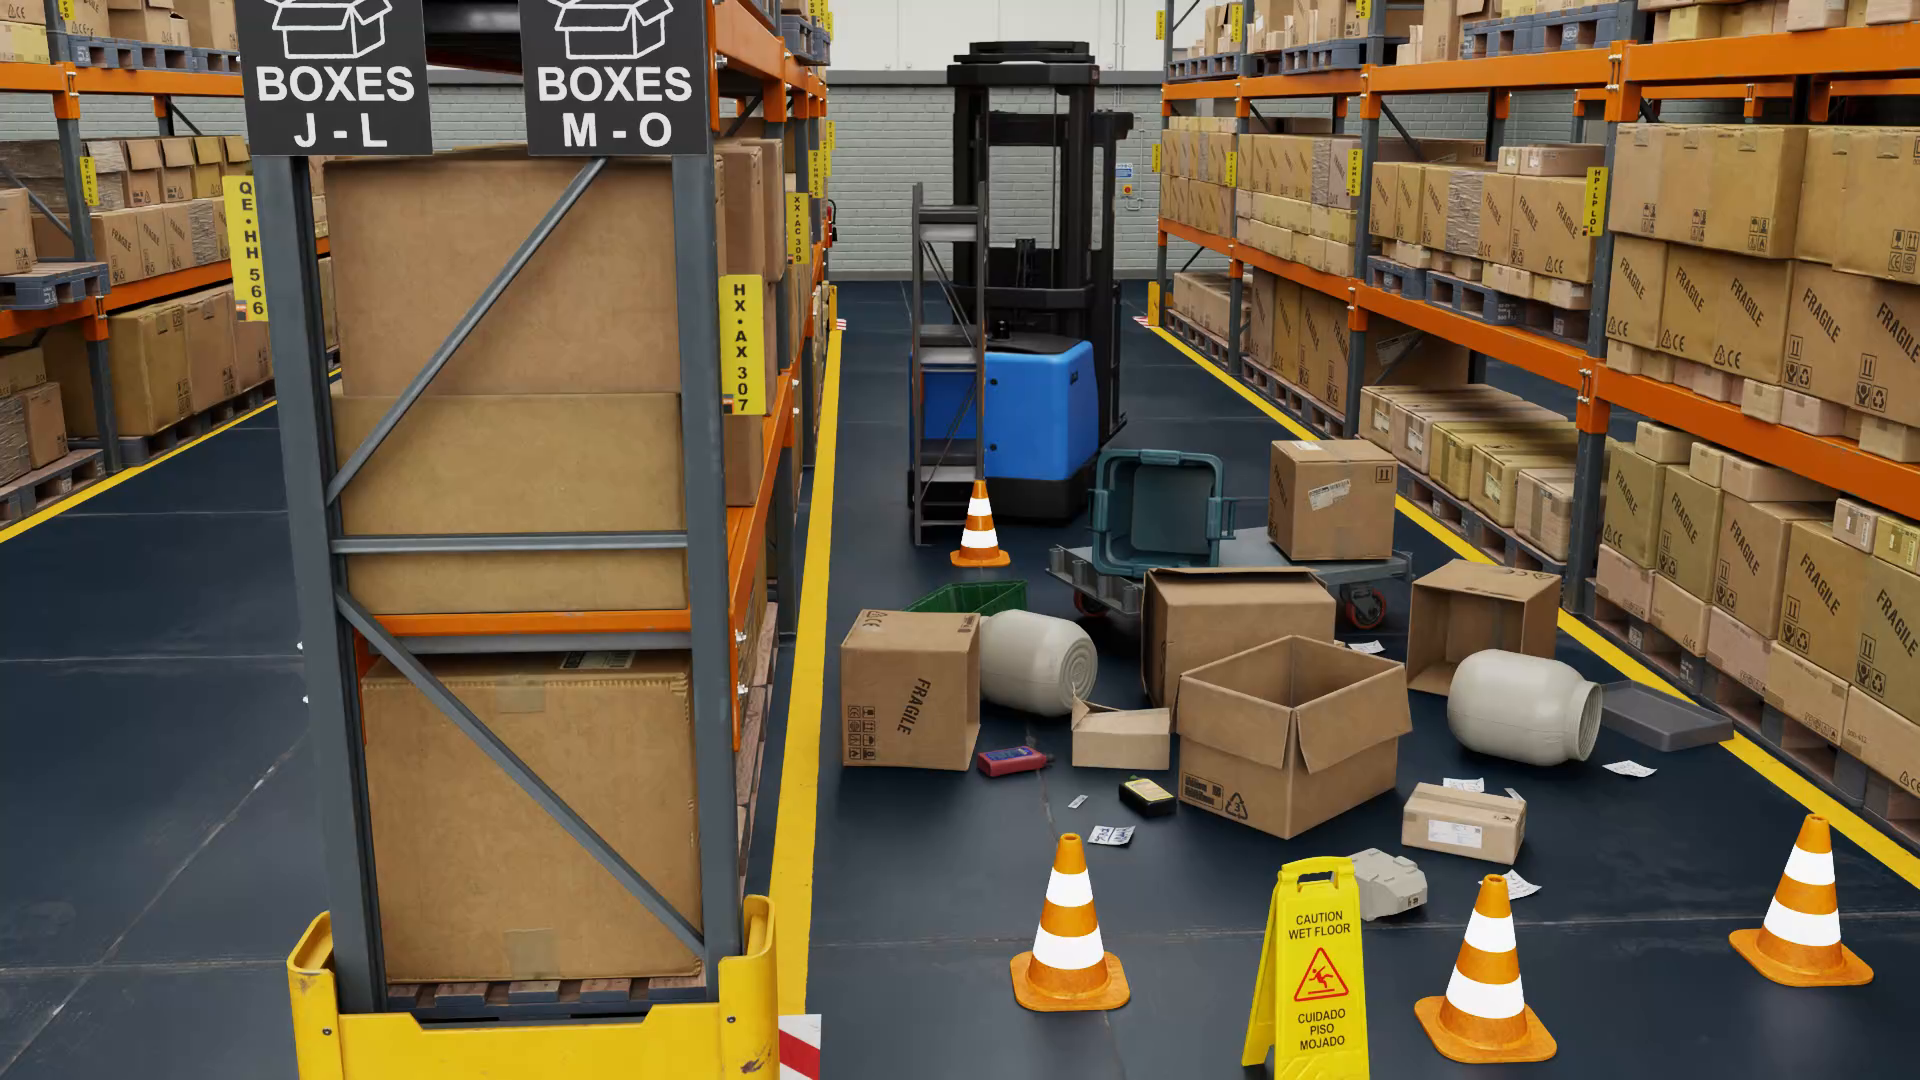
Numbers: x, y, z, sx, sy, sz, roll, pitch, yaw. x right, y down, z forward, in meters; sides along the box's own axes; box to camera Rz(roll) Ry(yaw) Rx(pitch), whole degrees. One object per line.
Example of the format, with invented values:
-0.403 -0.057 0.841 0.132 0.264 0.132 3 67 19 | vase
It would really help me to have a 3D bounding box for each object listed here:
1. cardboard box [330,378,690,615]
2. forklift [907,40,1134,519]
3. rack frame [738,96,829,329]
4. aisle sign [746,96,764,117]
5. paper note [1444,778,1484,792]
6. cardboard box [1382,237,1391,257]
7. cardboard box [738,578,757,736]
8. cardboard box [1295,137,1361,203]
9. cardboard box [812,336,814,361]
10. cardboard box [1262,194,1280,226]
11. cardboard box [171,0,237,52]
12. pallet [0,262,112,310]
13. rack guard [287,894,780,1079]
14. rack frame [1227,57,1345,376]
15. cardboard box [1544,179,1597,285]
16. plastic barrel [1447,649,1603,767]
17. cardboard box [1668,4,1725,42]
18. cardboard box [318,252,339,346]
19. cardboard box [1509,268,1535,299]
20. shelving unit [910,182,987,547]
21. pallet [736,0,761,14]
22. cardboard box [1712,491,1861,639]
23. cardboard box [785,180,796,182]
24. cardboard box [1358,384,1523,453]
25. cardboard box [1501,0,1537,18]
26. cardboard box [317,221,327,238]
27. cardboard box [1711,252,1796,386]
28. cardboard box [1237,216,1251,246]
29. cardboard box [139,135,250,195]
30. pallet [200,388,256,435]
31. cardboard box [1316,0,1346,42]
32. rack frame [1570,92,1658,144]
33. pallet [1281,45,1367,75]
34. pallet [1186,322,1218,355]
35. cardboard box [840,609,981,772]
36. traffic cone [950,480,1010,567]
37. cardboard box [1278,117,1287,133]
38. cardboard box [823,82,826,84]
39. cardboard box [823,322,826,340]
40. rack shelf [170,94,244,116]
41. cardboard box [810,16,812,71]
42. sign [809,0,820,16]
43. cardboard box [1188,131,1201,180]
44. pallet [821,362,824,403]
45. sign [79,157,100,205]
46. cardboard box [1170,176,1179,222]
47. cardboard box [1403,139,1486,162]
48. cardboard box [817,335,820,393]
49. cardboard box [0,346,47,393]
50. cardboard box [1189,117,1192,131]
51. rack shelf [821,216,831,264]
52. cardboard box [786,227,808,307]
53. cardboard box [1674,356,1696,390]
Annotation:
-1.129 -0.153 4.299 0.875 0.550 0.550 -1 14 -3 | cardboard box
0.556 -1.871 11.417 1.130 2.935 3.031 4 15 15 | forklift
-2.053 -3.968 19.428 1.000 3.000 0.127 -1 14 -3 | rack frame
-2.356 -5.240 19.156 0.394 0.787 0.004 -1 14 -3 | aisle sign
1.925 0.935 6.353 0.148 0.019 0.142 4 15 16 | paper note
3.212 -2.078 11.743 0.380 0.149 0.250 -2 15 -7 | cardboard box
-1.280 0.224 6.558 0.875 0.875 0.875 -1 14 -3 | cardboard box
3.020 -2.988 13.413 0.500 0.500 0.500 -1 14 -3 | cardboard box
-1.358 -1.509 12.542 0.500 0.250 0.500 -2 15 -6 | cardboard box
2.940 -2.875 14.479 0.500 0.250 0.500 -1 14 -3 | cardboard box
-6.715 -4.482 14.363 0.700 0.500 0.500 -1 14 -2 | cardboard box
-6.363 -1.658 10.836 1.213 0.211 1.003 -1 14 -3 | pallet
-1.060 1.228 4.250 1.175 0.500 0.348 -1 14 -3 | rack guard
3.130 -3.075 15.956 1.000 3.000 0.127 -1 14 -3 | rack frame
3.368 -1.592 8.554 0.500 0.500 0.500 -1 14 -4 | cardboard box
2.234 0.667 6.584 0.512 0.421 0.421 10 18 35 | plastic barrel
3.358 -2.269 7.308 0.380 0.149 0.250 -1 14 -3 | cardboard box
-6.778 -2.485 17.087 0.875 0.875 0.875 -1 14 -3 | cardboard box
3.267 -1.420 9.186 0.380 0.149 0.250 -1 14 -4 | cardboard box
-0.059 -1.039 9.850 0.431 2.100 0.503 0 14 1 | shelving unit
-1.196 -1.887 5.498 1.003 0.211 1.213 -1 14 -3 | pallet
3.468 0.093 6.816 0.500 0.500 0.500 0 14 -1 | cardboard box
-1.487 -2.855 13.570 0.380 0.149 0.250 -1 14 -4 | cardboard box
3.402 -0.870 11.818 0.950 0.372 0.625 -2 15 -7 | cardboard box
3.388 -3.064 9.354 0.500 0.250 0.500 -1 14 -3 | cardboard box
-6.499 -3.075 16.461 0.380 0.149 0.250 -1 14 -5 | cardboard box
3.447 -0.914 6.762 0.500 0.500 0.500 -1 14 -4 | cardboard box
2.893 -2.888 15.534 0.500 0.250 0.500 -1 14 -5 | cardboard box
-6.714 -3.297 14.607 0.797 0.503 0.637 -1 14 -5 | cardboard box
-6.560 -1.076 13.786 1.003 0.211 1.213 -1 14 -3 | pallet
3.126 -4.027 12.597 0.700 0.500 0.500 -2 15 -6 | cardboard box
7.836 -4.147 20.124 1.000 3.000 0.127 -1 14 -3 | rack frame
3.212 -3.878 13.439 1.003 0.211 1.213 0 14 -1 | pallet
3.082 -2.218 18.225 1.003 0.211 1.213 -1 14 -3 | pallet
-0.189 0.596 6.701 0.500 0.500 0.500 2 15 6 | cardboard box
0.115 -0.112 9.532 0.336 0.463 0.334 -1 14 -3 | traffic cone
3.337 -4.067 16.306 0.380 0.149 0.250 -1 14 -3 | cardboard box
-1.721 -5.112 18.156 0.500 0.250 0.500 -1 14 -3 | cardboard box
-1.508 -2.035 16.197 0.380 0.149 0.250 0 14 -1 | cardboard box
-6.885 -4.523 17.010 1.077 0.370 4.000 -1 14 -3 | rack shelf
-1.365 -3.750 12.360 0.500 0.500 0.500 -1 14 -3 | cardboard box
-1.002 -3.726 11.272 0.100 0.325 0.005 -1 14 -3 | sign
2.738 -4.098 17.726 0.500 0.500 0.500 -1 14 -3 | cardboard box
-1.755 -1.429 15.156 1.003 0.211 1.213 -1 14 -3 | pallet
-5.973 -2.460 11.402 0.100 0.325 0.005 -1 14 -3 | sign
2.684 -3.869 18.841 0.500 0.500 0.500 -1 14 -4 | cardboard box
3.591 -2.739 12.444 0.500 0.500 0.500 -1 14 -5 | cardboard box
-1.449 -1.530 14.128 0.500 0.500 0.500 -1 14 -5 | cardboard box
-6.442 -1.126 11.012 0.500 0.250 0.500 0 14 -1 | cardboard box
2.693 -4.501 17.990 0.380 0.149 0.250 -1 14 -3 | cardboard box
-1.929 -3.122 17.584 1.077 0.370 4.000 -1 14 -3 | rack shelf
-1.200 -1.670 10.298 0.500 0.500 0.500 -1 14 -4 | cardboard box
3.439 -0.752 7.435 0.380 0.149 0.250 -1 14 -4 | cardboard box
